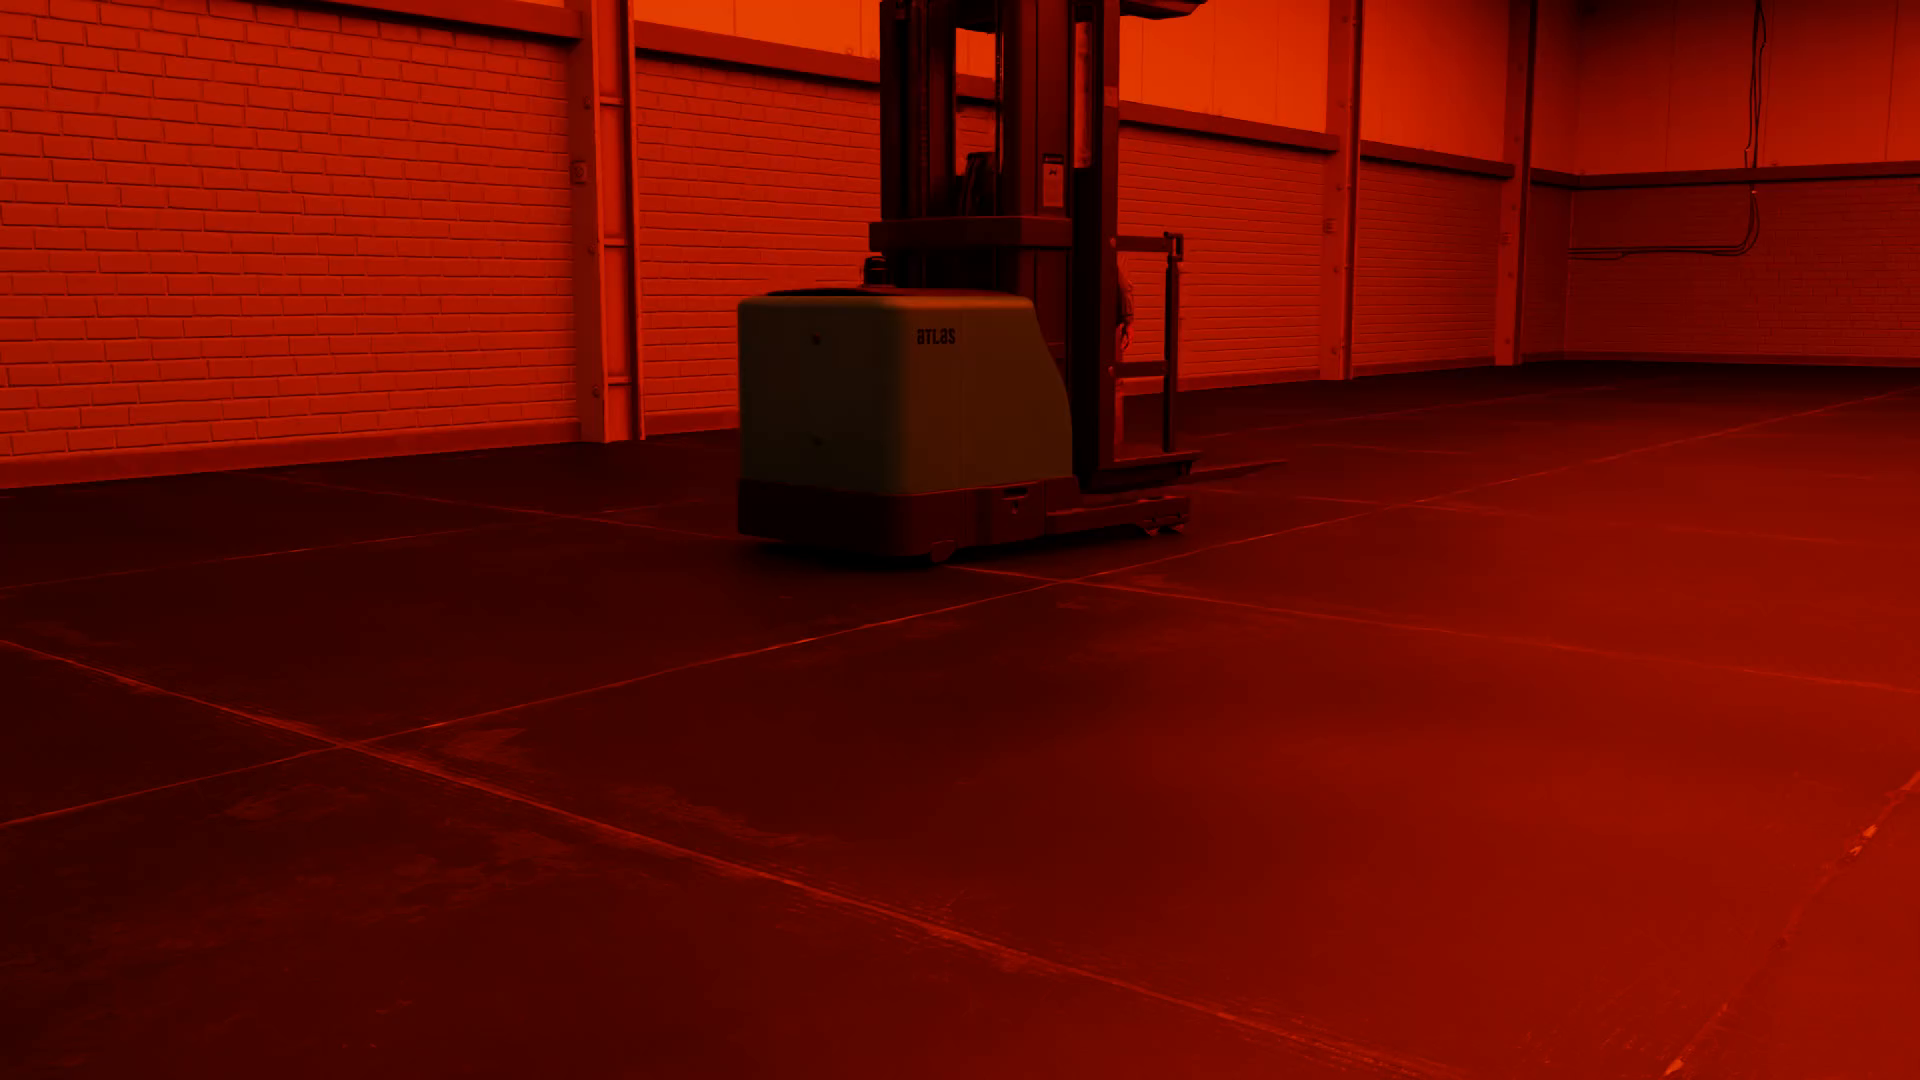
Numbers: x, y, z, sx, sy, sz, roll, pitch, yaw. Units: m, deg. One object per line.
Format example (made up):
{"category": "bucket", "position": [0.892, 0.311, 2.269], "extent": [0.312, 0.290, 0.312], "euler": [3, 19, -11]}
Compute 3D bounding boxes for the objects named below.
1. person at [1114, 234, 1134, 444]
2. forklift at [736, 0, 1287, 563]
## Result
{"category": "person", "position": [0.798, -1.308, 10.405], "extent": [0.588, 1.720, 0.427], "euler": [2, 9, 12]}
{"category": "forklift", "position": [0.426, -1.519, 7.661], "extent": [1.130, 2.935, 3.031], "euler": [8, 11, 43]}
